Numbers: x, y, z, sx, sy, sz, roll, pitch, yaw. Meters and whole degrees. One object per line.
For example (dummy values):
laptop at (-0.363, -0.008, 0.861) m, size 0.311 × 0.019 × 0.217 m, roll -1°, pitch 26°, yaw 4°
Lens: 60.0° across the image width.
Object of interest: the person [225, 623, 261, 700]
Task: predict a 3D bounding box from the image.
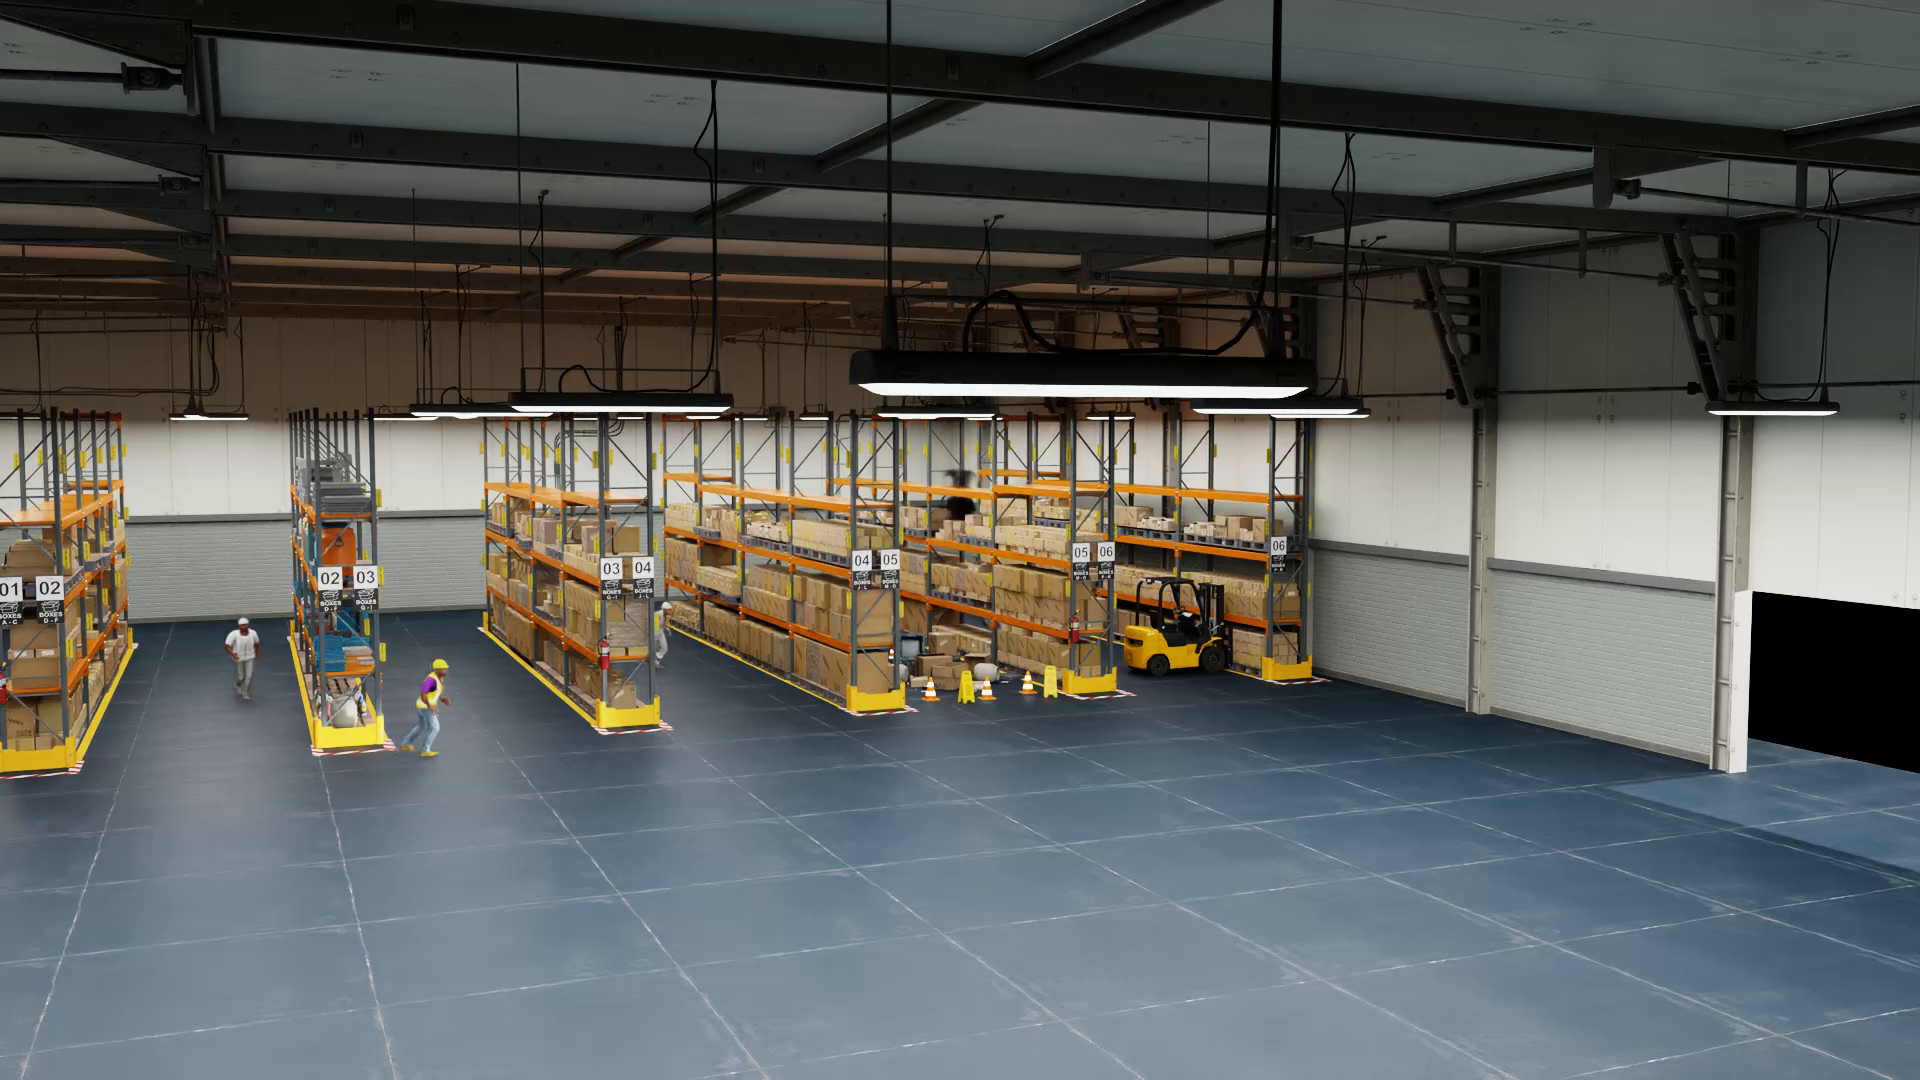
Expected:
person at (-14.924, 2.476, 34.601) m, size 0.700 × 1.674 × 0.689 m, roll -3°, pitch 5°, yaw -33°

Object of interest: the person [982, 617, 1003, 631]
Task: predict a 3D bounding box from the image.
person at (0.869, 1.816, 44.516) m, size 0.570 × 1.610 × 0.936 m, roll -3°, pitch 5°, yaw -35°

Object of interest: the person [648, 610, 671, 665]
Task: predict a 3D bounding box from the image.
person at (-7.184, 2.273, 39.004) m, size 0.809 × 1.339 × 0.639 m, roll 3°, pitch 5°, yaw 37°

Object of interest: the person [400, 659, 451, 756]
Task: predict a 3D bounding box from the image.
person at (-9.209, 2.886, 28.620) m, size 0.869 × 1.674 × 0.707 m, roll -1°, pitch 4°, yaw -13°

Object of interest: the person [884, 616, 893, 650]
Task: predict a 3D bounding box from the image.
person at (-1.912, 2.000, 41.866) m, size 0.701 × 1.605 × 1.105 m, roll -1°, pitch 4°, yaw -12°
